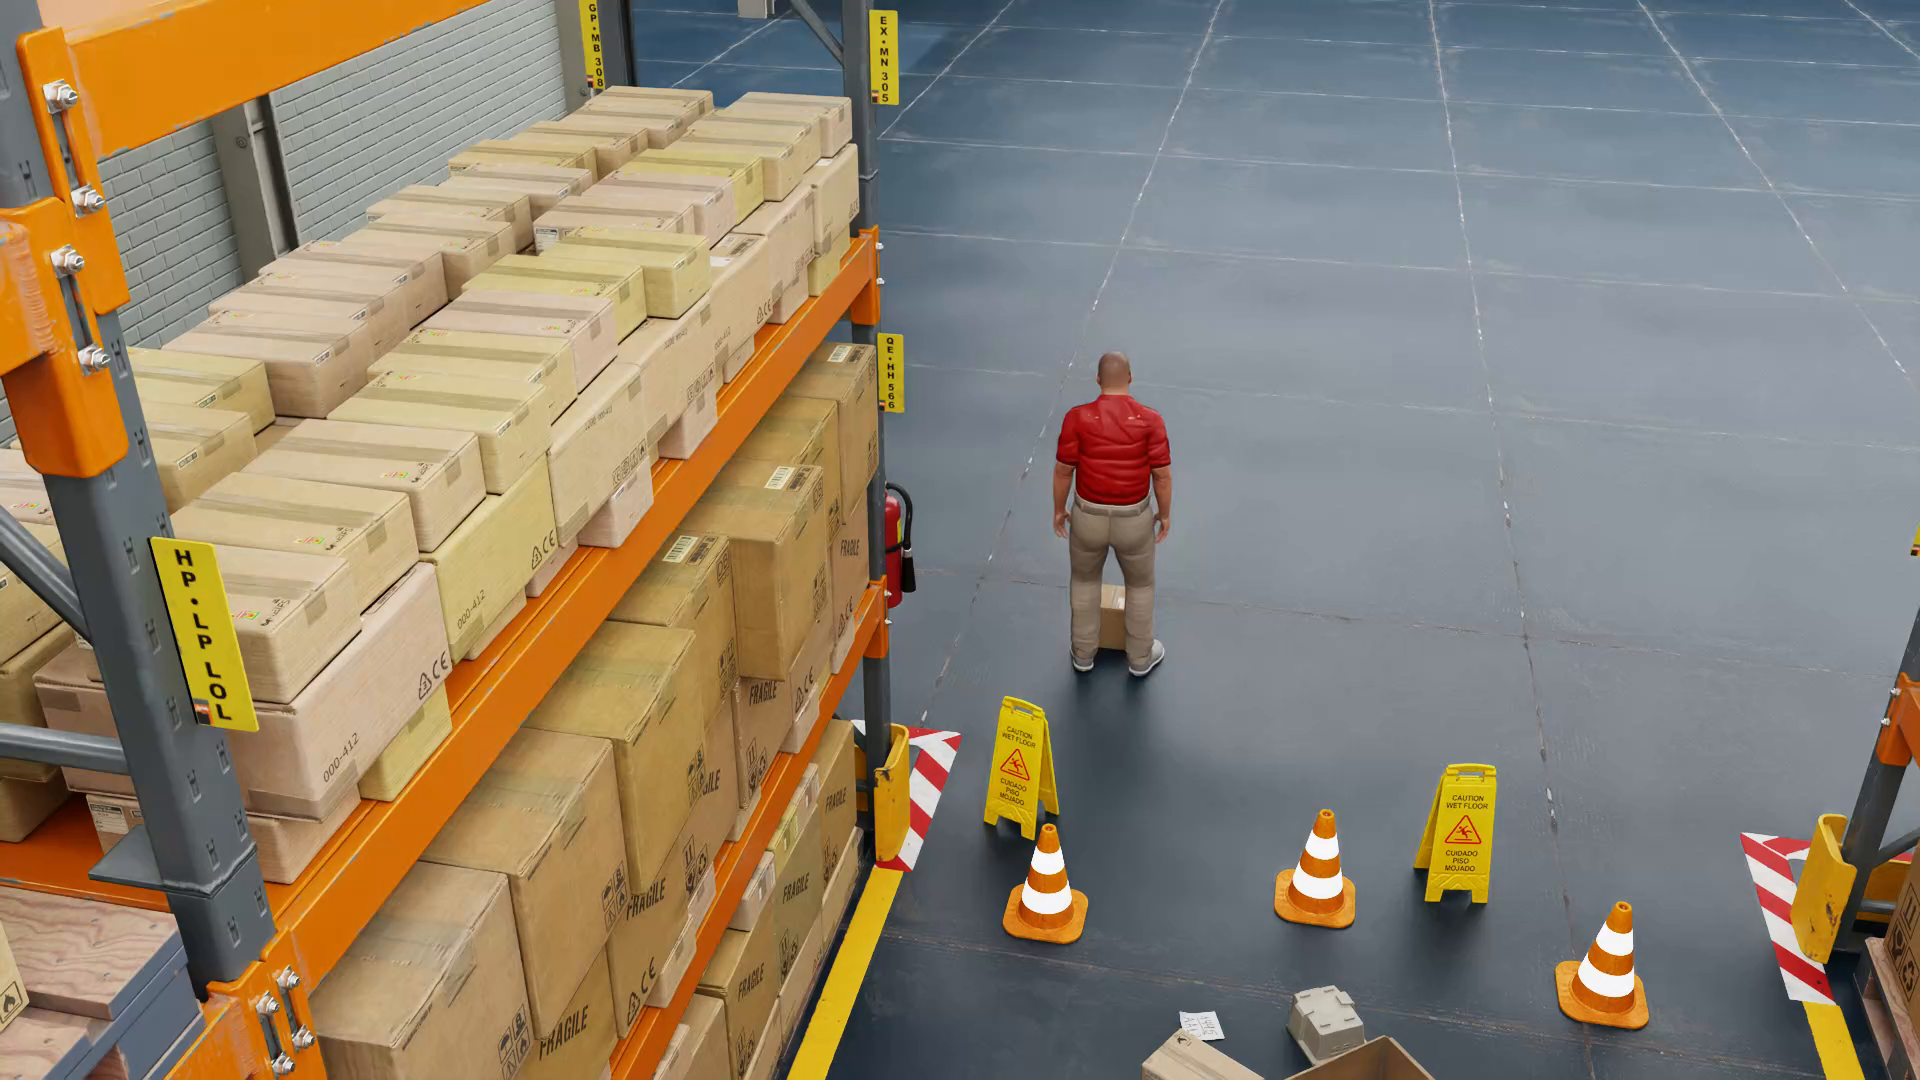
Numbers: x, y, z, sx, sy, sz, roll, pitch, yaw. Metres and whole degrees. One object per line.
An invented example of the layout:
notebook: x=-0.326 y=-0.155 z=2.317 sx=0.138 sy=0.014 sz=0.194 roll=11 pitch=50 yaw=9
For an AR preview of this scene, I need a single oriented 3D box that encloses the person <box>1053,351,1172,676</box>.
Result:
person: x=0.767 y=-0.117 z=8.352 sx=0.606 sy=1.727 sz=0.391 roll=4 pitch=29 yaw=8
